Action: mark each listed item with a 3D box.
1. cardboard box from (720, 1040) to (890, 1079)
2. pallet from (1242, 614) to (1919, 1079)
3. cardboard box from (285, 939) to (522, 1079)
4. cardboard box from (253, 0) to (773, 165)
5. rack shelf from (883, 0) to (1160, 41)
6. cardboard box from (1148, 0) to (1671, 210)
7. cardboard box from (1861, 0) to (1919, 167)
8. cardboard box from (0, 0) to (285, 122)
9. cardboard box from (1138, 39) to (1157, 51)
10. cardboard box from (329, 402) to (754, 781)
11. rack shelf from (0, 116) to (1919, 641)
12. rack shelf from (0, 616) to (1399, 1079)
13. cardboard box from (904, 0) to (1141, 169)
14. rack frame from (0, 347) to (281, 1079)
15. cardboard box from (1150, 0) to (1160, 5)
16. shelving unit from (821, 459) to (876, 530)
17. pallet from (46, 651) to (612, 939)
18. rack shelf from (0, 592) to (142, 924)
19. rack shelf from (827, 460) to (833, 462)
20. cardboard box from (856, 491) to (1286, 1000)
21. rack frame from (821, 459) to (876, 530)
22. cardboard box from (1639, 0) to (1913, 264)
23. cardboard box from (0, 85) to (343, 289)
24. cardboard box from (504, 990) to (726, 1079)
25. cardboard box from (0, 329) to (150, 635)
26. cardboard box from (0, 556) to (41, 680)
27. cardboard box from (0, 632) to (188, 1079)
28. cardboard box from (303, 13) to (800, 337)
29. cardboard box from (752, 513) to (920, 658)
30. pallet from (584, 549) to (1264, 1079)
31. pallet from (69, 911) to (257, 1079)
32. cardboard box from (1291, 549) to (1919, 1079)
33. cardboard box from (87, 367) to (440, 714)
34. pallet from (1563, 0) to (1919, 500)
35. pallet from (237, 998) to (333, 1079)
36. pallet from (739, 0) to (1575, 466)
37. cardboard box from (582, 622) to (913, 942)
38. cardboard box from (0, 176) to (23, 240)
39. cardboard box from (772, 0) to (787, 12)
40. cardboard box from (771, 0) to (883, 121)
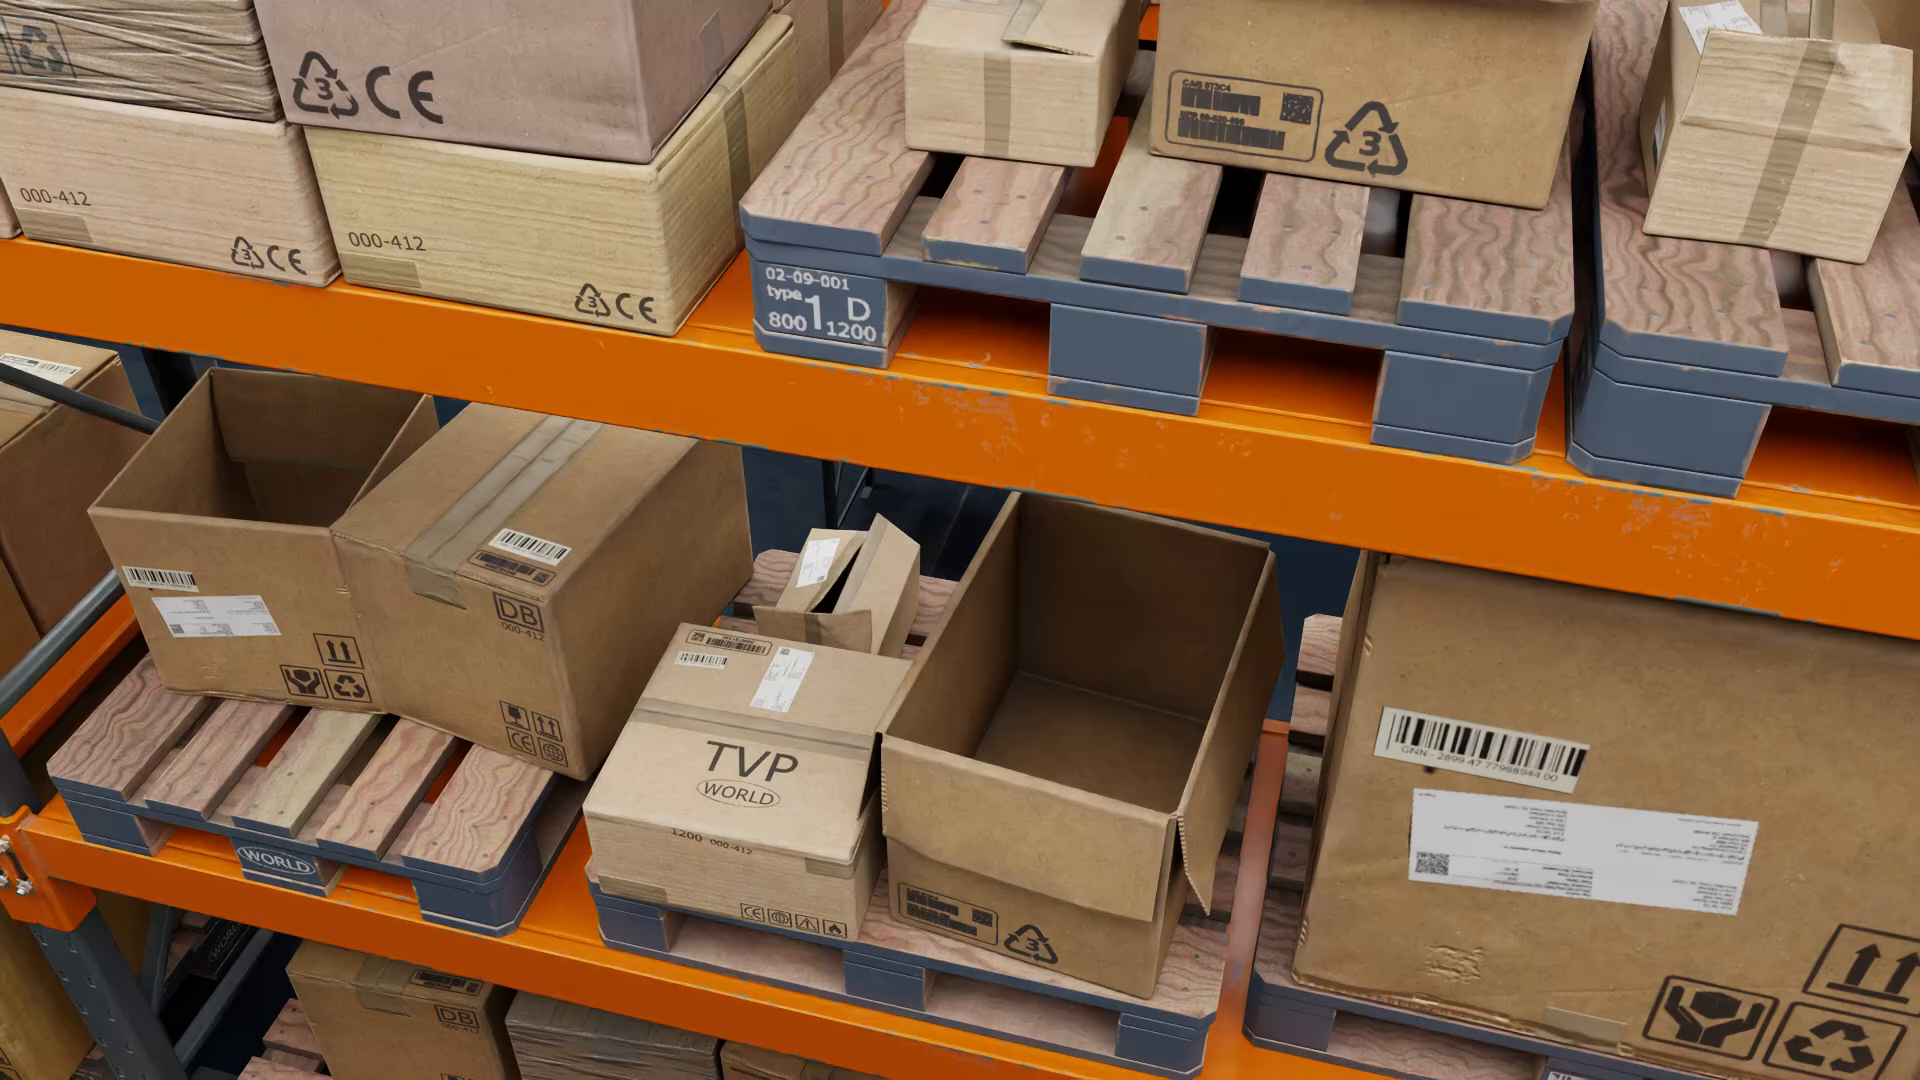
[{"bbox_3d":[-0.192,1.192,4.100,0.500,0.500,0.700,13,42,15],"label":"cardboard box"},{"bbox_3d":[1.230,0.651,3.291,1.213,0.211,1.003,10,41,11],"label":"pallet"},{"bbox_3d":[-1.281,1.018,4.307,0.500,0.500,0.700,8,41,9],"label":"cardboard box"},{"bbox_3d":[-0.569,-0.844,2.124,0.500,0.500,0.500,9,41,10],"label":"cardboard box"},{"bbox_3d":[1.378,-2.327,7.247,4.000,0.370,1.077,10,41,11],"label":"rack shelf"},{"bbox_3d":[0.592,-0.850,2.190,0.637,0.503,0.797,11,41,13],"label":"cardboard box"},{"bbox_3d":[1.502,-0.694,2.004,0.637,0.503,0.797,8,41,9],"label":"cardboard box"},{"bbox_3d":[-1.057,-0.924,2.219,0.500,0.500,0.500,10,41,12],"label":"cardboard box"},{"bbox_3d":[0.857,-1.933,7.643,0.750,0.750,1.050,10,41,12],"label":"cardboard box"},{"bbox_3d":[-0.836,0.027,3.482,0.500,0.500,0.700,16,42,18],"label":"cardboard box"},{"bbox_3d":[-0.001,-0.411,2.633,4.000,0.370,1.077,10,41,11],"label":"rack shelf"},{"bbox_3d":[-0.001,0.738,3.598,4.000,0.370,1.077,10,41,11],"label":"rack shelf"},{"bbox_3d":[0.094,-0.674,2.243,0.250,0.166,0.380,9,41,10],"label":"cardboard box"},{"bbox_3d":[-1.933,0.130,3.763,0.127,3.000,1.000,10,41,11],"label":"rack frame"},{"bbox_3d":[0.789,-2.564,6.892,0.500,0.500,0.500,10,41,11],"label":"cardboard box"},{"bbox_3d":[0.082,-0.560,5.751,1.048,1.500,0.538,10,41,11],"label":"shelving unit"},{"bbox_3d":[-1.217,0.256,3.762,1.003,0.211,1.213,10,41,11],"label":"pallet"},{"bbox_3d":[-3.865,0.073,4.390,4.000,0.370,1.077,10,41,11],"label":"rack shelf"},{"bbox_3d":[0.082,-0.422,5.866,1.000,0.185,0.538,10,41,11],"label":"rack shelf"},{"bbox_3d":[0.232,0.364,3.077,0.637,0.503,0.797,14,42,16],"label":"cardboard box"},{"bbox_3d":[-0.409,-0.645,5.851,0.032,1.500,0.500,10,41,11],"label":"rack frame"},{"bbox_3d":[0.997,-0.557,2.026,0.258,0.266,0.396,11,41,13],"label":"cardboard box"},{"bbox_3d":[-1.049,-0.639,2.463,0.500,0.250,0.500,11,41,12],"label":"cardboard box"},{"bbox_3d":[-0.742,1.102,4.207,0.500,0.500,0.700,7,40,8],"label":"cardboard box"},{"bbox_3d":[-2.333,-0.158,4.028,0.500,0.500,0.500,11,41,13],"label":"cardboard box"},{"bbox_3d":[-2.474,0.164,3.645,0.500,0.500,0.500,11,41,13],"label":"cardboard box"},{"bbox_3d":[-2.595,0.655,4.463,0.875,0.875,1.225,8,41,9],"label":"cardboard box"},{"bbox_3d":[-0.550,-0.560,2.368,0.500,0.250,0.500,11,41,12],"label":"cardboard box"},{"bbox_3d":[-0.253,0.130,3.540,0.258,0.266,0.396,9,41,10],"label":"cardboard box"},{"bbox_3d":[-0.011,0.507,3.463,1.213,0.211,1.003,10,41,11],"label":"pallet"},{"bbox_3d":[-2.676,1.020,4.871,1.213,0.211,1.003,10,41,11],"label":"pallet"},{"bbox_3d":[1.199,0.186,2.904,1.000,1.000,1.000,10,41,12],"label":"cardboard box"},{"bbox_3d":[-1.401,-0.004,3.518,0.500,0.500,0.500,5,40,6],"label":"cardboard box"},{"bbox_3d":[1.362,-0.450,2.268,1.003,0.211,1.213,10,41,11],"label":"pallet"},{"bbox_3d":[-1.179,1.329,4.504,1.213,0.211,1.003,10,41,11],"label":"pallet"},{"bbox_3d":[0.359,-0.621,2.471,1.003,0.211,1.213,10,41,11],"label":"pallet"},{"bbox_3d":[-0.374,0.448,3.174,0.500,0.250,0.500,9,41,10],"label":"cardboard box"},{"bbox_3d":[-1.545,-0.725,2.565,0.500,0.250,0.500,10,41,12],"label":"cardboard box"},{"bbox_3d":[-0.435,-1.154,2.493,0.500,0.500,0.500,10,41,12],"label":"cardboard box"},{"bbox_3d":[-0.444,-0.875,2.744,0.500,0.250,0.500,11,41,13],"label":"cardboard box"}]
